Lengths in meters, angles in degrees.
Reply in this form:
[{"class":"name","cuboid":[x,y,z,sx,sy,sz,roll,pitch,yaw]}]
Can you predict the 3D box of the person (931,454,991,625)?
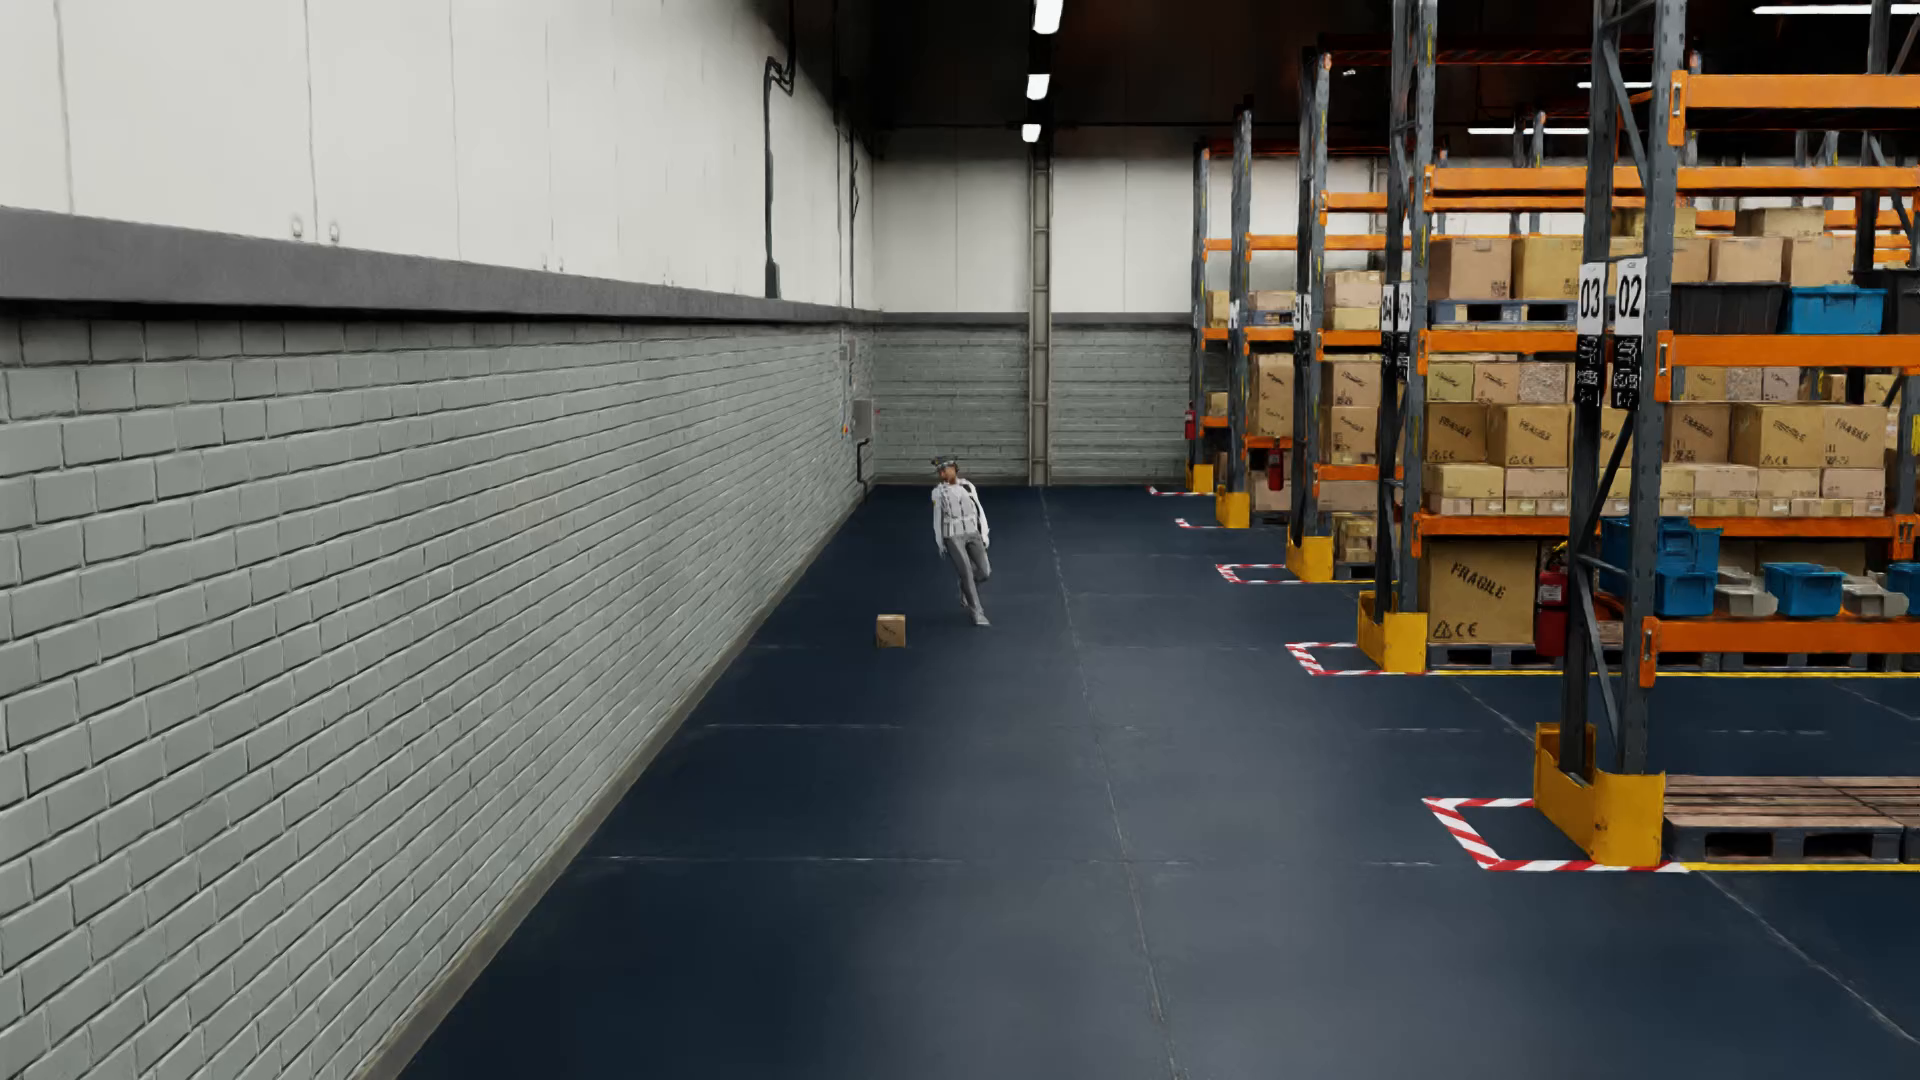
[{"class":"person","cuboid":[0.013,-0.022,16.056,0.535,1.625,0.701,-2,8,-18]}]
